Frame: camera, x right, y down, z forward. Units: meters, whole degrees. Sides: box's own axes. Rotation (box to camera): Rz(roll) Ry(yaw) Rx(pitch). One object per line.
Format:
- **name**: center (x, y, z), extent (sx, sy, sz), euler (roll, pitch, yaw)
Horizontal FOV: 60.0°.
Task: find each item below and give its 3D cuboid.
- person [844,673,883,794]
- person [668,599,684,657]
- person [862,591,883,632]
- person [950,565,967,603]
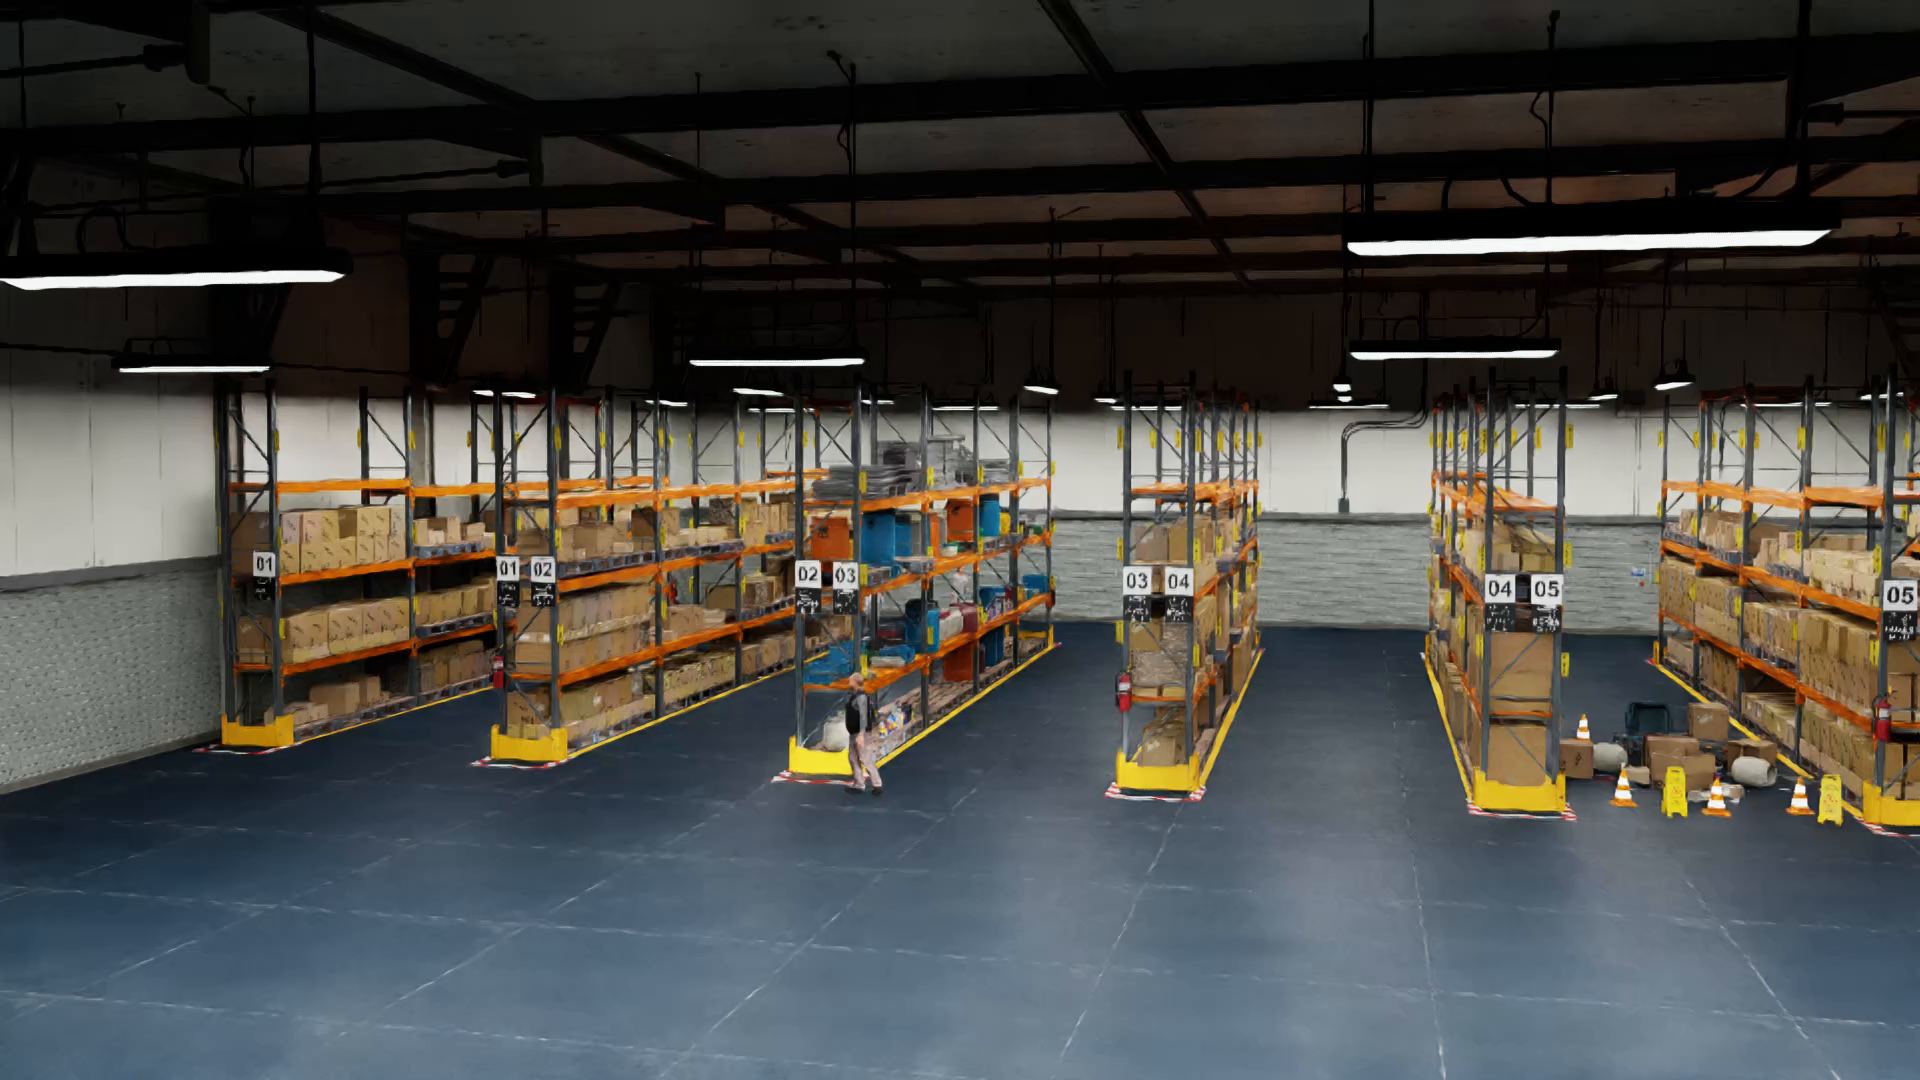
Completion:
- **person**: center (-1.371, 2.742, 23.587), extent (0.524, 1.709, 0.625), euler (-1, 3, -11)
- **person**: center (-6.239, 2.046, 36.550), extent (0.566, 1.540, 0.516), euler (1, 3, 11)
- **person**: center (-2.253, 1.606, 42.839), extent (0.512, 1.665, 0.532), euler (-1, 4, -23)
- **person**: center (-0.077, 1.459, 45.308), extent (0.516, 1.662, 0.524), euler (-1, 4, -23)
